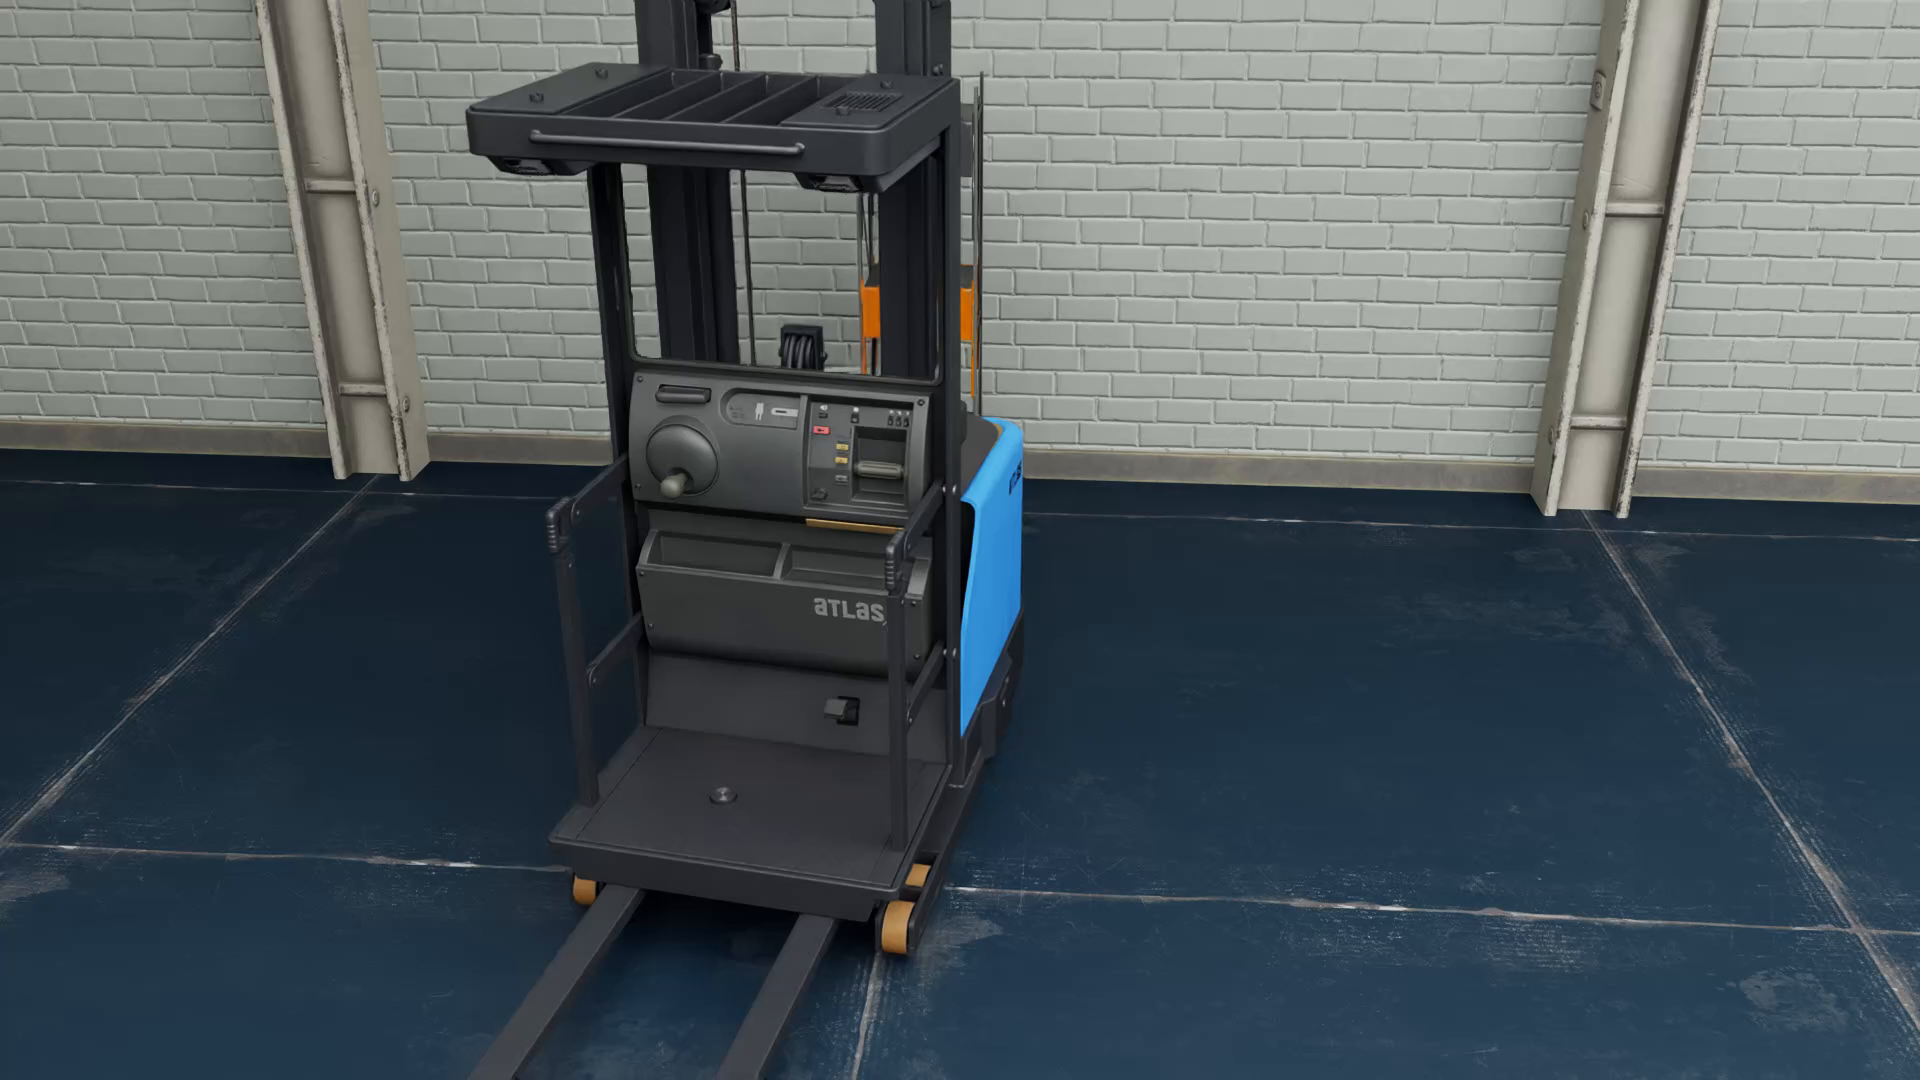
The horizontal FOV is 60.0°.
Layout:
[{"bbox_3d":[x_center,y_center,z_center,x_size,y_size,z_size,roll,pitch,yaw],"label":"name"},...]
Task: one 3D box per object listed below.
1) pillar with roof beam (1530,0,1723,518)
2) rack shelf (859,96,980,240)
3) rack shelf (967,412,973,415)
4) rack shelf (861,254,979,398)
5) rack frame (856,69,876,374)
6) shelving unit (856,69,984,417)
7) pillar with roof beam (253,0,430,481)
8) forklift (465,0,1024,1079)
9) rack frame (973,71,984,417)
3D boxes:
[{"bbox_3d":[2.691,-2.470,2.352,0.400,9.000,9.100,2,25,4],"label":"pillar with roof beam"},{"bbox_3d":[-0.165,-1.583,7.036,0.480,0.518,0.431,2,25,4],"label":"rack shelf"},{"bbox_3d":[-0.165,-0.311,7.621,0.480,0.518,0.431,2,25,4],"label":"rack shelf"},{"bbox_3d":[-0.165,-0.947,7.328,0.480,0.518,0.431,2,25,4],"label":"rack shelf"},{"bbox_3d":[-0.408,-0.967,7.340,0.015,2.100,0.400,2,25,4],"label":"rack frame"},{"bbox_3d":[-0.165,-0.959,7.323,0.503,2.100,0.431,2,25,4],"label":"shelving unit"},{"bbox_3d":[-3.291,-2.662,2.769,0.400,9.000,9.100,2,25,4],"label":"pillar with roof beam"},{"bbox_3d":[-0.597,-0.253,4.794,1.130,2.935,3.031,6,25,12],"label":"forklift"},{"bbox_3d":[0.078,-0.951,7.306,0.015,2.100,0.400,2,25,4],"label":"rack frame"}]
